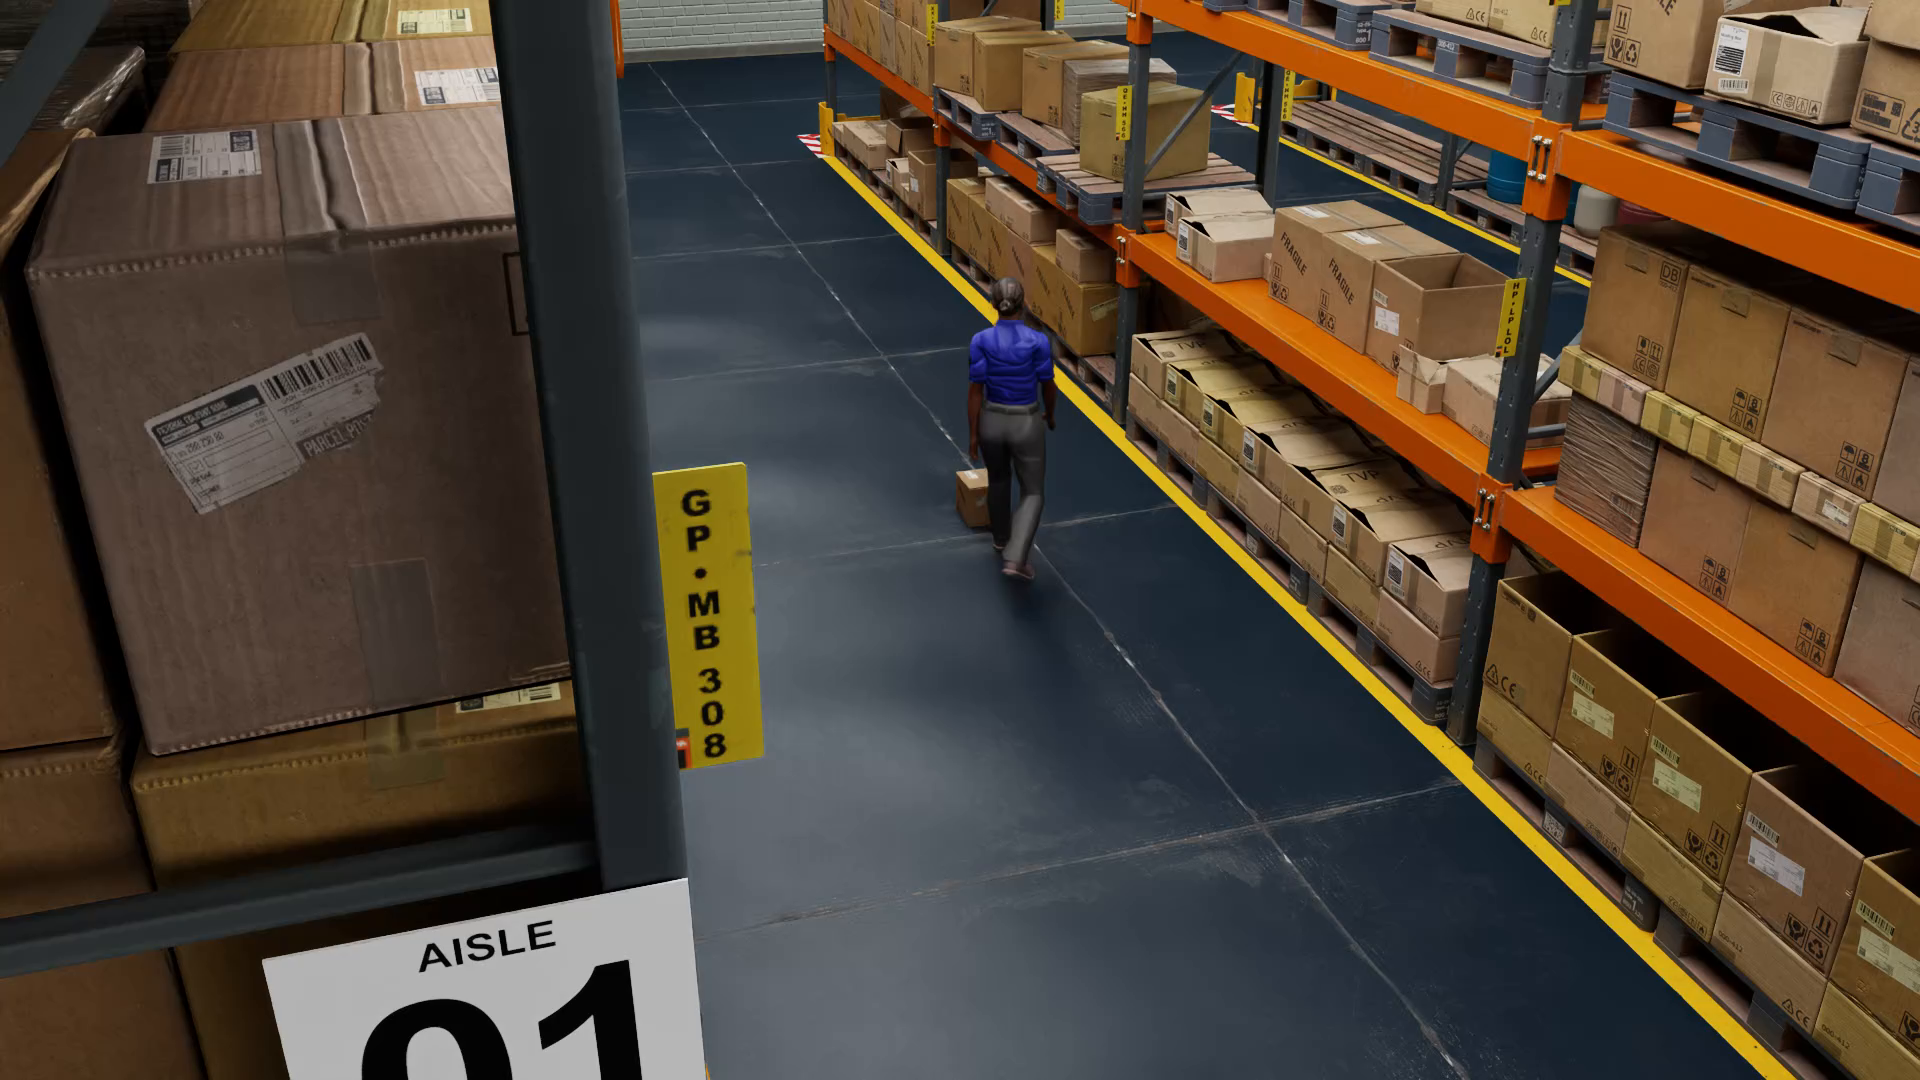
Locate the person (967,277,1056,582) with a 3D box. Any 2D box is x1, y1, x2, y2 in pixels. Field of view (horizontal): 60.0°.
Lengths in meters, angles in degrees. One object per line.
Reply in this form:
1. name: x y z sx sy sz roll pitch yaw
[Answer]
1. person: 0.270 -0.585 8.780 0.448 1.620 0.904 6 27 11
